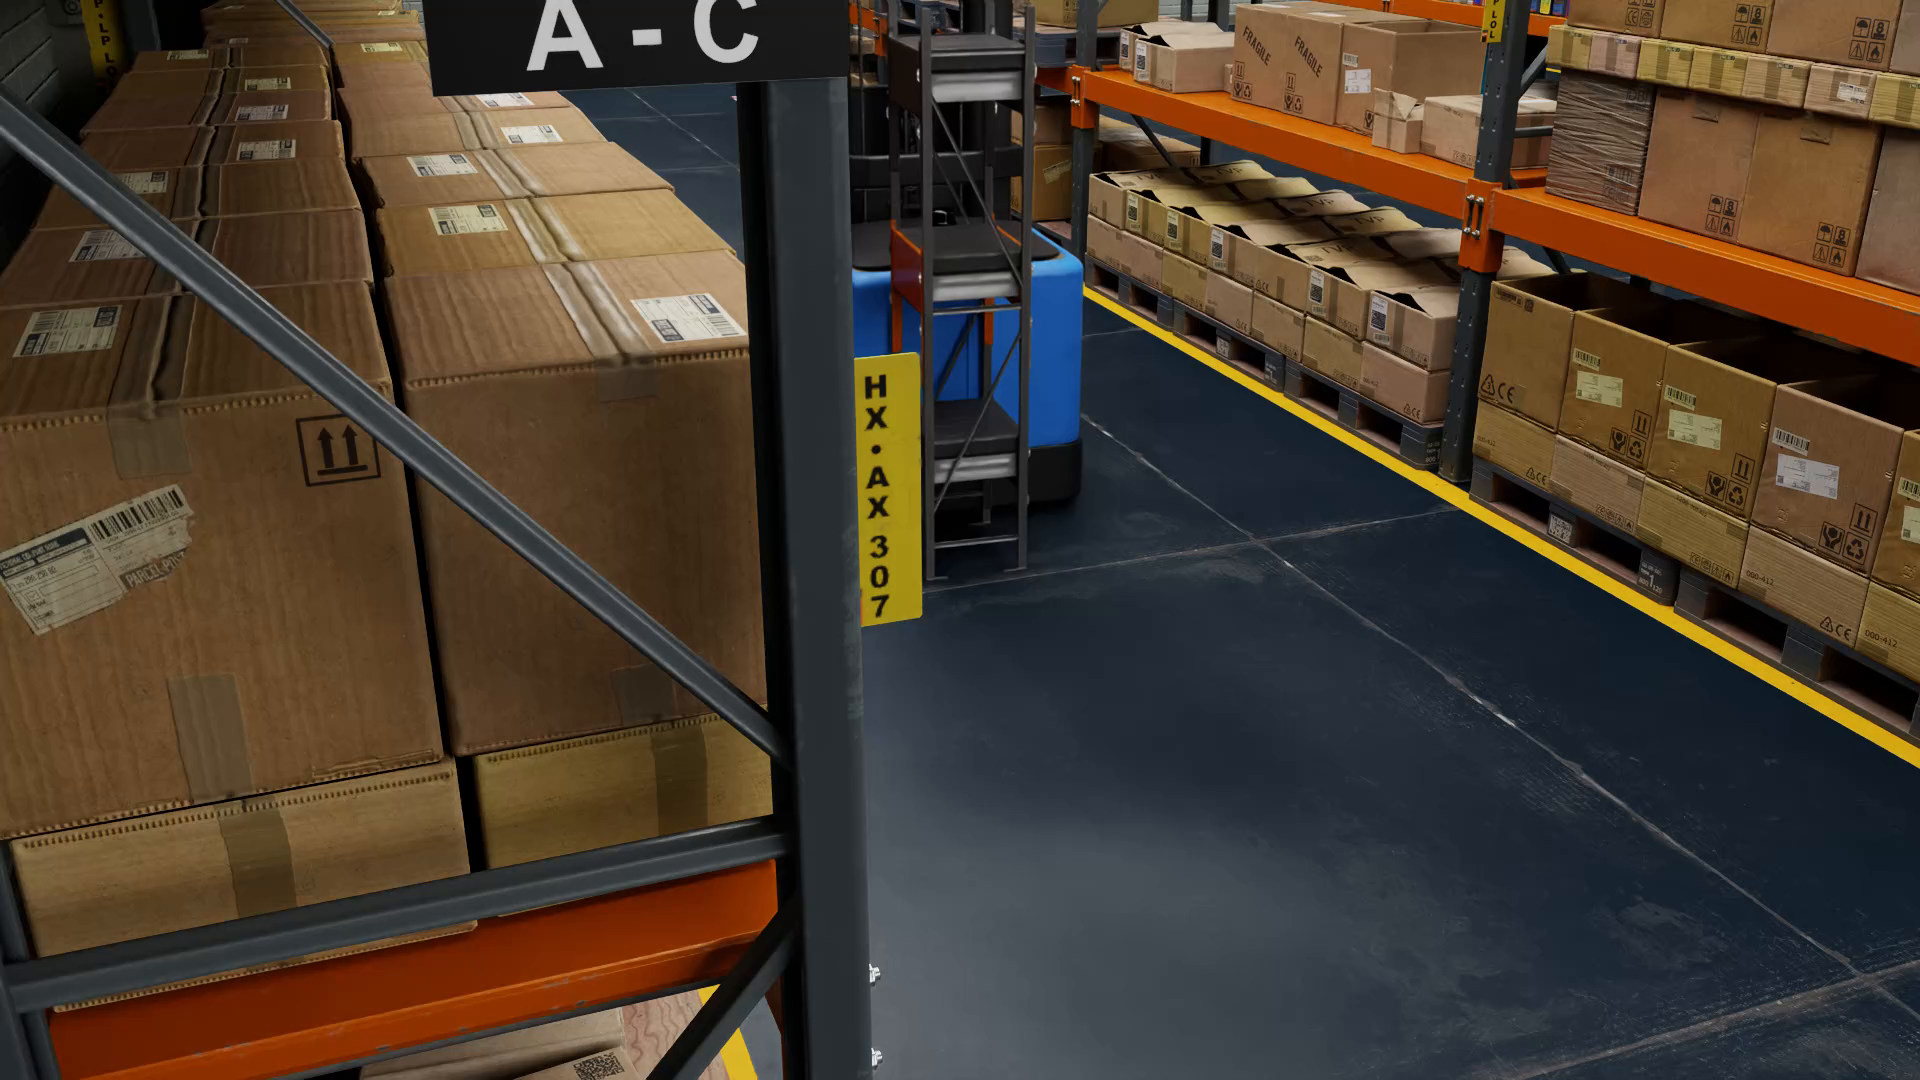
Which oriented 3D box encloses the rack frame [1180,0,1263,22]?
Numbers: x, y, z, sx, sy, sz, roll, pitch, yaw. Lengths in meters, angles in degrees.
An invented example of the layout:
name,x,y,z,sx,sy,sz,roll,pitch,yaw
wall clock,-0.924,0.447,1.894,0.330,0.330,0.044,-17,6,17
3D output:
name,x,y,z,sx,sy,sz,roll,pitch,yaw
rack frame,3.016,-6.752,18.907,1.000,3.000,0.127,-8,24,-19

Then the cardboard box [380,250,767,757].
name,x,y,z,sx,sy,sz,roll,pitch,yaw
cardboard box,-0.487,-0.079,2.278,0.500,0.500,0.500,-8,24,-19

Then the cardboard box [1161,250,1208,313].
name,x,y,z,sx,sy,sz,roll,pitch,yaw
cardboard box,1.485,-1.492,9.427,0.500,0.250,0.500,-9,24,-20

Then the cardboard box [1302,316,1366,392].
name,x,y,z,sx,sy,sz,roll,pitch,yaw
cardboard box,2.025,-0.935,8.105,0.500,0.250,0.500,-9,24,-20

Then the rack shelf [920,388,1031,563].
name,x,y,z,sx,sy,sz,roll,pitch,yaw
rack shelf,-0.003,-0.262,6.507,0.431,0.518,0.480,-6,24,-14

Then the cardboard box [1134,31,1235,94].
name,x,y,z,sx,sy,sz,roll,pitch,yaw
cardboard box,1.342,-2.774,9.584,0.500,0.311,0.500,-9,24,-20

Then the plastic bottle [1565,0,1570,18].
name,x,y,z,sx,sy,sz,roll,pitch,yaw
plastic bottle,4.896,-4.295,13.228,0.061,0.283,0.133,-8,24,-19

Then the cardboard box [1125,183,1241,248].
name,x,y,z,sx,sy,sz,roll,pitch,yaw
cardboard box,1.311,-1.931,9.748,0.500,0.311,0.500,-9,24,-20

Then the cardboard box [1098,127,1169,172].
name,x,y,z,sx,sy,sz,roll,pitch,yaw
cardboard box,1.123,-2.612,11.736,0.500,0.500,0.500,-9,25,-21

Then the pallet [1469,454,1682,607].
name,x,y,z,sx,sy,sz,roll,pitch,yaw
pallet,2.862,-0.134,6.795,1.003,0.211,1.213,-8,24,-19

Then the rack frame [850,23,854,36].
name,x,y,z,sx,sy,sz,roll,pitch,yaw
rack frame,-1.619,-6.074,17.298,1.000,3.000,0.127,-8,24,-19

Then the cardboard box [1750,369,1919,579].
name,x,y,z,sx,sy,sz,roll,pitch,yaw
cardboard box,3.023,-0.229,5.466,0.500,0.500,0.500,-8,24,-19

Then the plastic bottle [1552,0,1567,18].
name,x,y,z,sx,sy,sz,roll,pitch,yaw
plastic bottle,4.879,-4.390,13.366,0.144,0.351,0.185,-8,24,-19

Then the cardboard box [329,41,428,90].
name,x,y,z,sx,sy,sz,roll,pitch,yaw
cardboard box,-1.557,-1.189,4.910,0.500,0.500,0.500,-8,24,-19

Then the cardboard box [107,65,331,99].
name,x,y,z,sx,sy,sz,roll,pitch,yaw
cardboard box,-1.863,-0.930,4.296,0.500,0.500,0.500,-8,24,-19

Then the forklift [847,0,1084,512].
name,x,y,z,sx,sy,sz,roll,pitch,yaw
forklift,-0.369,-1.981,7.676,1.130,2.935,3.031,-6,24,-14

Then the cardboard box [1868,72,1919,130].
name,x,y,z,sx,sy,sz,roll,pitch,yaw
cardboard box,3.084,-1.372,5.179,0.380,0.149,0.250,-9,24,-19

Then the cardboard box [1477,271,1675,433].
name,x,y,z,sx,sy,sz,roll,pitch,yaw
cardboard box,2.491,-0.774,6.758,0.500,0.500,0.500,-8,24,-19

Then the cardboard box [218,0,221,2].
name,x,y,z,sx,sy,sz,roll,pitch,yaw
cardboard box,-2.790,-2.115,7.212,0.700,0.500,0.500,-8,24,-19

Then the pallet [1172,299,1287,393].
name,x,y,z,sx,sy,sz,roll,pitch,yaw
pallet,1.888,-1.135,9.170,1.003,0.211,1.213,-8,24,-19

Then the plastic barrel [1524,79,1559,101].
name,x,y,z,sx,sy,sz,roll,pitch,yaw
plastic barrel,4.971,-3.671,14.260,0.421,0.512,0.421,0,23,0

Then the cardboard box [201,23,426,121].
name,x,y,z,sx,sy,sz,roll,pitch,yaw
cardboard box,-2.161,-1.471,5.682,0.700,0.500,0.500,-8,24,-19

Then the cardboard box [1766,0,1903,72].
name,x,y,z,sx,sy,sz,roll,pitch,yaw
cardboard box,3.139,-1.831,5.434,0.700,0.500,0.500,-8,24,-19

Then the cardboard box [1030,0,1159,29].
name,x,y,z,sx,sy,sz,roll,pitch,yaw
cardboard box,0.879,-3.620,10.806,0.700,0.500,0.500,-18,29,-36

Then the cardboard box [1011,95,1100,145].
name,x,y,z,sx,sy,sz,roll,pitch,yaw
cardboard box,0.633,-2.891,11.433,0.500,0.250,0.500,-7,24,-17

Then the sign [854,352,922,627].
name,x,y,z,sx,sy,sz,roll,pitch,yaw
sign,-0.092,-0.052,1.897,0.100,0.325,0.005,-8,24,-19

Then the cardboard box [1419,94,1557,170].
name,x,y,z,sx,sy,sz,roll,pitch,yaw
cardboard box,2.405,-1.817,7.392,0.500,0.250,0.500,-7,24,-16

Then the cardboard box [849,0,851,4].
name,x,y,z,sx,sy,sz,roll,pitch,yaw
cardboard box,-0.806,-5.000,14.622,0.500,0.500,0.500,-8,24,-17

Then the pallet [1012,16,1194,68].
name,x,y,z,sx,sy,sz,roll,pitch,yaw
pallet,0.902,-3.315,11.000,1.213,0.211,1.003,-8,24,-19

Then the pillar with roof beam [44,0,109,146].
name,x,y,z,sx,sy,sz,roll,pitch,yaw
pillar with roof beam,0.251,-5.250,7.619,9.100,9.000,0.400,-8,24,-19

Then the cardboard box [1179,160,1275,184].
name,x,y,z,sx,sy,sz,roll,pitch,yaw
cardboard box,1.622,-2.195,10.373,0.500,0.311,0.500,-8,24,-18

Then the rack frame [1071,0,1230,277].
name,x,y,z,sx,sy,sz,roll,pitch,yaw
rack frame,1.207,-3.167,10.401,1.000,3.000,0.127,-8,24,-19

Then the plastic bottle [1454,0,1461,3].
name,x,y,z,sx,sy,sz,roll,pitch,yaw
plastic bottle,4.381,-4.840,14.536,0.097,0.271,0.097,0,23,0

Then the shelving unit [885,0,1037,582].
name,x,y,z,sx,sy,sz,roll,pitch,yaw
shelving unit,-0.003,-0.920,6.229,0.431,2.100,0.503,-6,24,-14

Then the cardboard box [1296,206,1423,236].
name,x,y,z,sx,sy,sz,roll,pitch,yaw
cardboard box,2.163,-1.641,9.059,0.500,0.311,0.500,-8,24,-18

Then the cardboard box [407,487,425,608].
name,x,y,z,sx,sy,sz,roll,pitch,yaw
cardboard box,-0.672,0.073,2.881,0.500,0.250,0.500,-9,25,-21

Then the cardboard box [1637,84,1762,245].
name,x,y,z,sx,sy,sz,roll,pitch,yaw
cardboard box,2.975,-1.408,6.100,0.700,0.500,0.500,-9,24,-20

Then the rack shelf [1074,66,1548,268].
name,x,y,z,sx,sy,sz,roll,pitch,yaw
rack shelf,1.913,-2.109,8.817,1.077,0.370,4.000,-8,24,-19

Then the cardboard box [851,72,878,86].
name,x,y,z,sx,sy,sz,roll,pitch,yaw
cardboard box,-0.673,-3.839,14.648,0.500,0.500,0.500,-8,24,-19

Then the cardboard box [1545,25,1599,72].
name,x,y,z,sx,sy,sz,roll,pitch,yaw
cardboard box,2.534,-1.934,6.513,0.380,0.149,0.250,-8,24,-19

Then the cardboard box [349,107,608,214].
name,x,y,z,sx,sy,sz,roll,pitch,yaw
cardboard box,-1.023,-0.635,3.596,0.500,0.500,0.500,-8,24,-17

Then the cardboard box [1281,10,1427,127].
name,x,y,z,sx,sy,sz,roll,pitch,yaw
cardboard box,2.001,-2.414,8.487,0.500,0.500,0.500,-8,24,-19

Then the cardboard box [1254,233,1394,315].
name,x,y,z,sx,sy,sz,roll,pitch,yaw
cardboard box,1.845,-1.376,8.430,0.500,0.311,0.500,-8,24,-19

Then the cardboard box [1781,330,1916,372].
name,x,y,z,sx,sy,sz,roll,pitch,yaw
cardboard box,3.334,-0.482,6.067,0.500,0.500,0.500,-8,24,-19

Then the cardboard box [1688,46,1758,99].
name,x,y,z,sx,sy,sz,roll,pitch,yaw
cardboard box,2.809,-1.654,5.849,0.380,0.149,0.250,-9,24,-19

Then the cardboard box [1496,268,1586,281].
name,x,y,z,sx,sy,sz,roll,pitch,yaw
cardboard box,2.707,-1.083,7.734,0.500,0.311,0.500,-8,24,-19

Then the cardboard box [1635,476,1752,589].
name,x,y,z,sx,sy,sz,roll,pitch,yaw
cardboard box,2.844,-0.065,6.042,0.500,0.250,0.500,-8,24,-19

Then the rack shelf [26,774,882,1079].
name,x,y,z,sx,sy,sz,roll,pitch,yaw
rack shelf,-1.307,0.026,3.753,1.077,0.370,4.000,-8,24,-19

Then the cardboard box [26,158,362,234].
name,x,y,z,sx,sy,sz,roll,pitch,yaw
cardboard box,-1.321,-0.378,2.987,0.500,0.500,0.500,-9,24,-20

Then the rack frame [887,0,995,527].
name,x,y,z,sx,sy,sz,roll,pitch,yaw
rack frame,-0.068,-1.011,6.446,0.400,2.100,0.015,-6,24,-14
